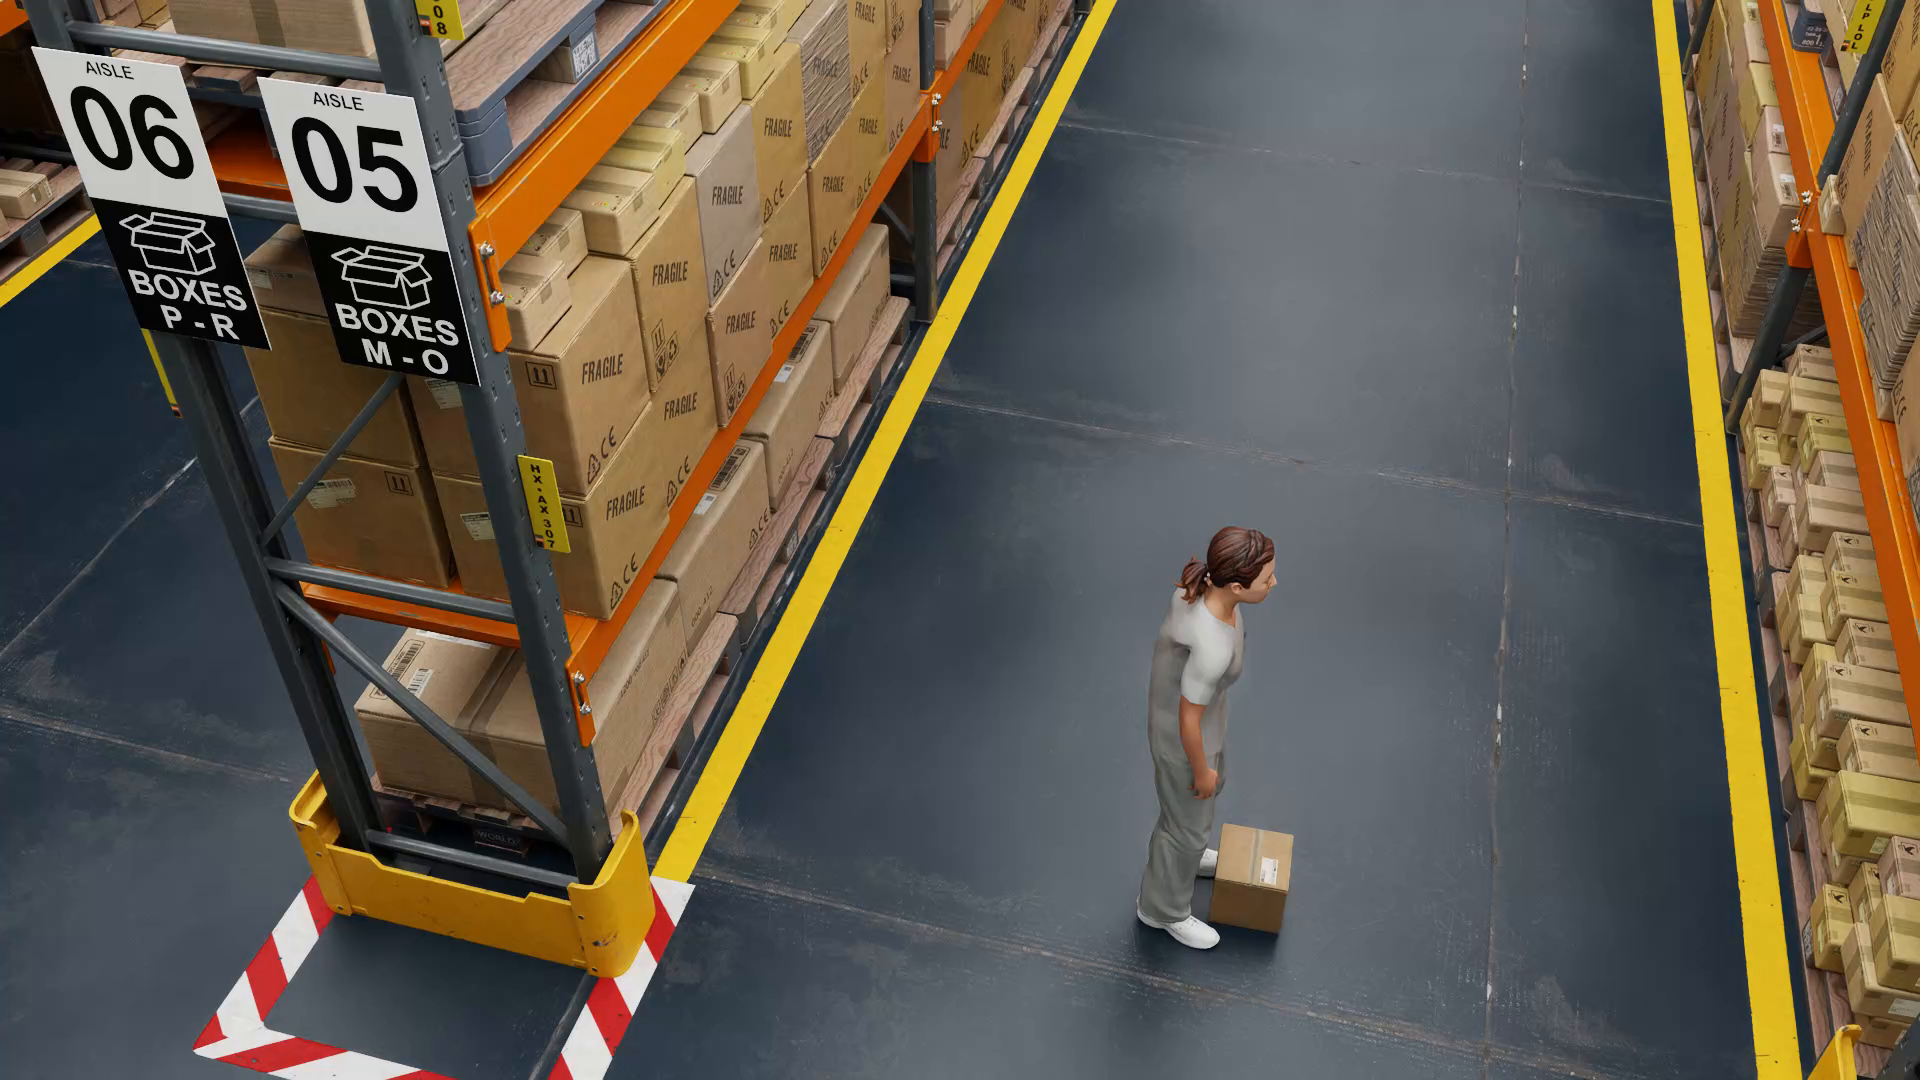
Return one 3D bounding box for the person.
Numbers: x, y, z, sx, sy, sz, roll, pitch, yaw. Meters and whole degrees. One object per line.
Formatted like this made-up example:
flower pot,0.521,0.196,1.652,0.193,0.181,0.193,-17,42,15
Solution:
person,0.789,0.623,5.448,0.365,1.672,0.514,8,42,9
